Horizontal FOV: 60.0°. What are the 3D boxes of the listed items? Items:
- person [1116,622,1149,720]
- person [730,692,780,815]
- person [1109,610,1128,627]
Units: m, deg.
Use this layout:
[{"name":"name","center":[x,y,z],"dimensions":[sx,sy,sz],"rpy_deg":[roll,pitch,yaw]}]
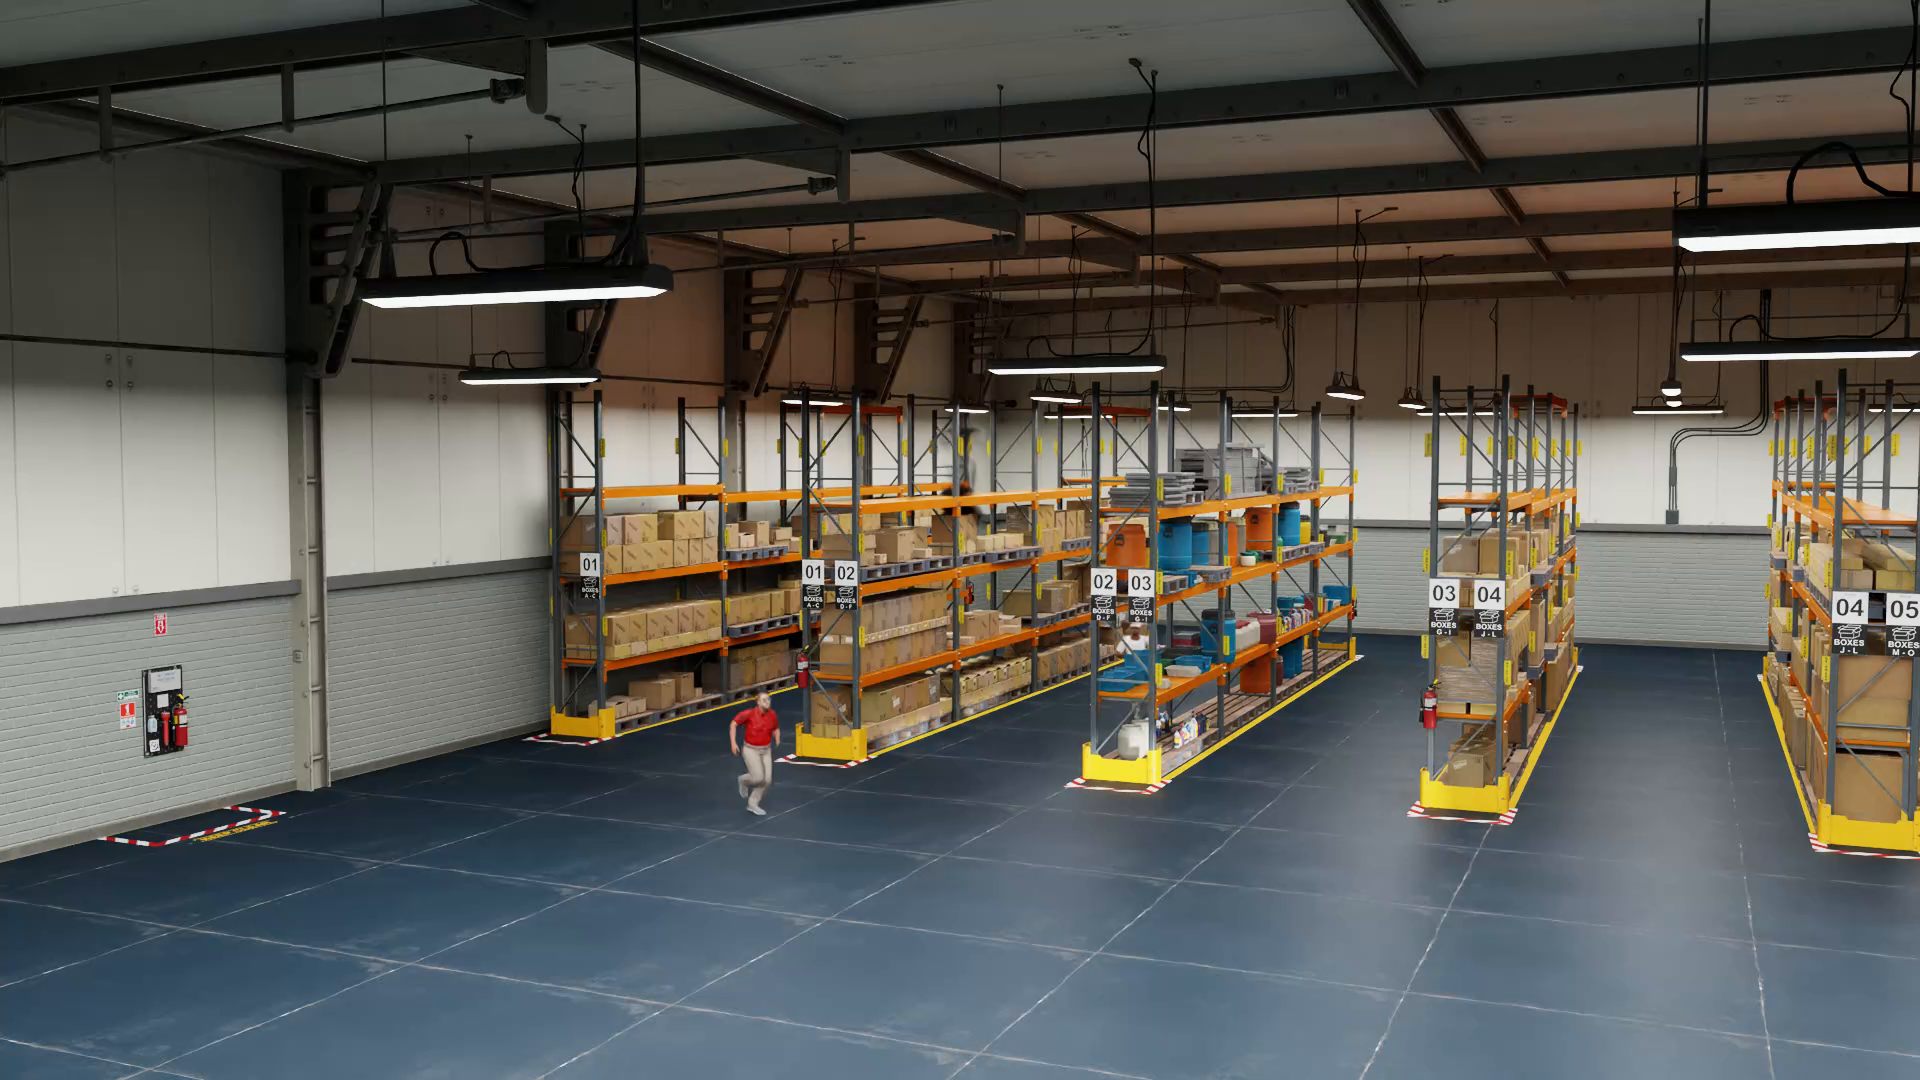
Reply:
[{"name":"person","center":[3.237,2.392,30.825],"dimensions":[0.690,1.788,0.912],"rpy_deg":[1,3,14]},{"name":"person","center":[-2.766,2.922,22.793],"dimensions":[0.704,1.681,0.691],"rpy_deg":[-3,4,-41]},{"name":"person","center":[4.158,1.763,42.857],"dimensions":[0.994,1.712,0.530],"rpy_deg":[0,3,4]}]
